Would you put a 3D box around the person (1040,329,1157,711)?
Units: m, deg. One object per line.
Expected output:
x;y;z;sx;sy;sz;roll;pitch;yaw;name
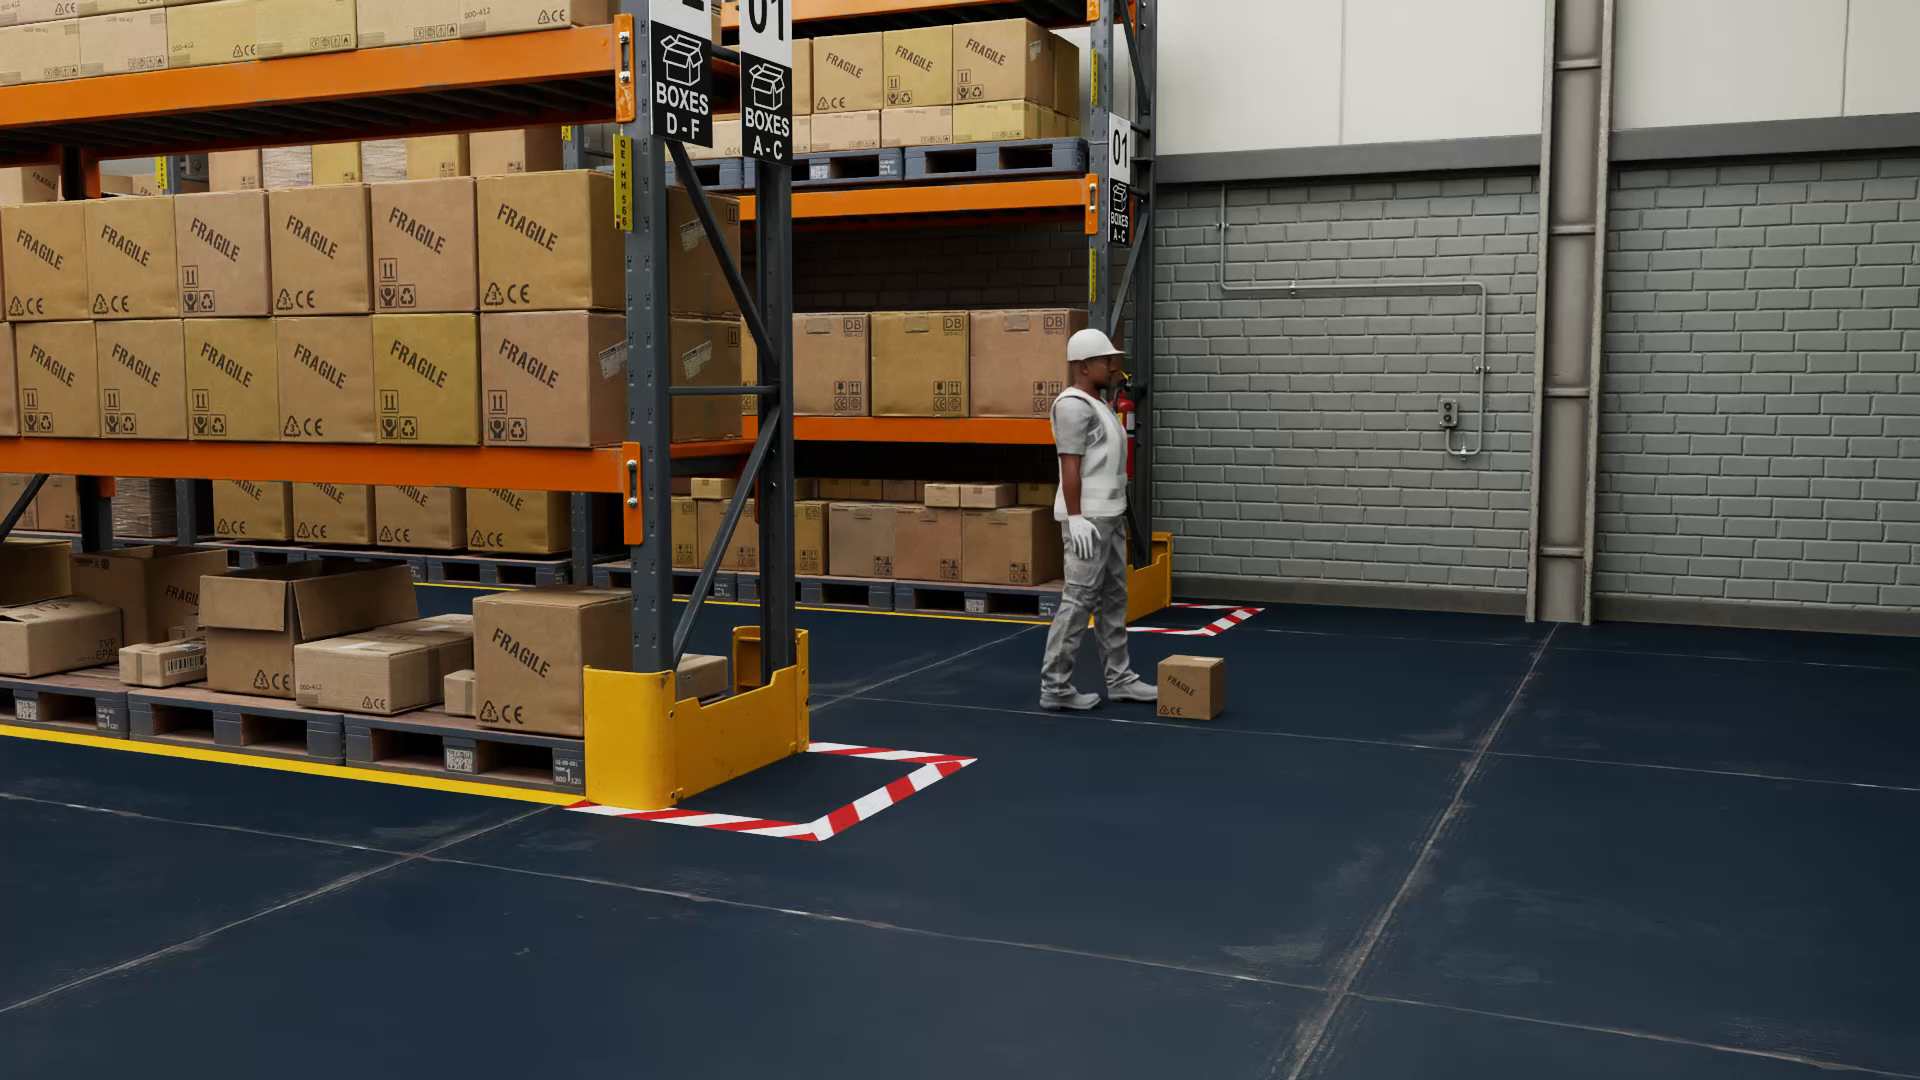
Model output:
0.701;-0.097;7.865;0.578;1.788;0.573;1;6;14;person
